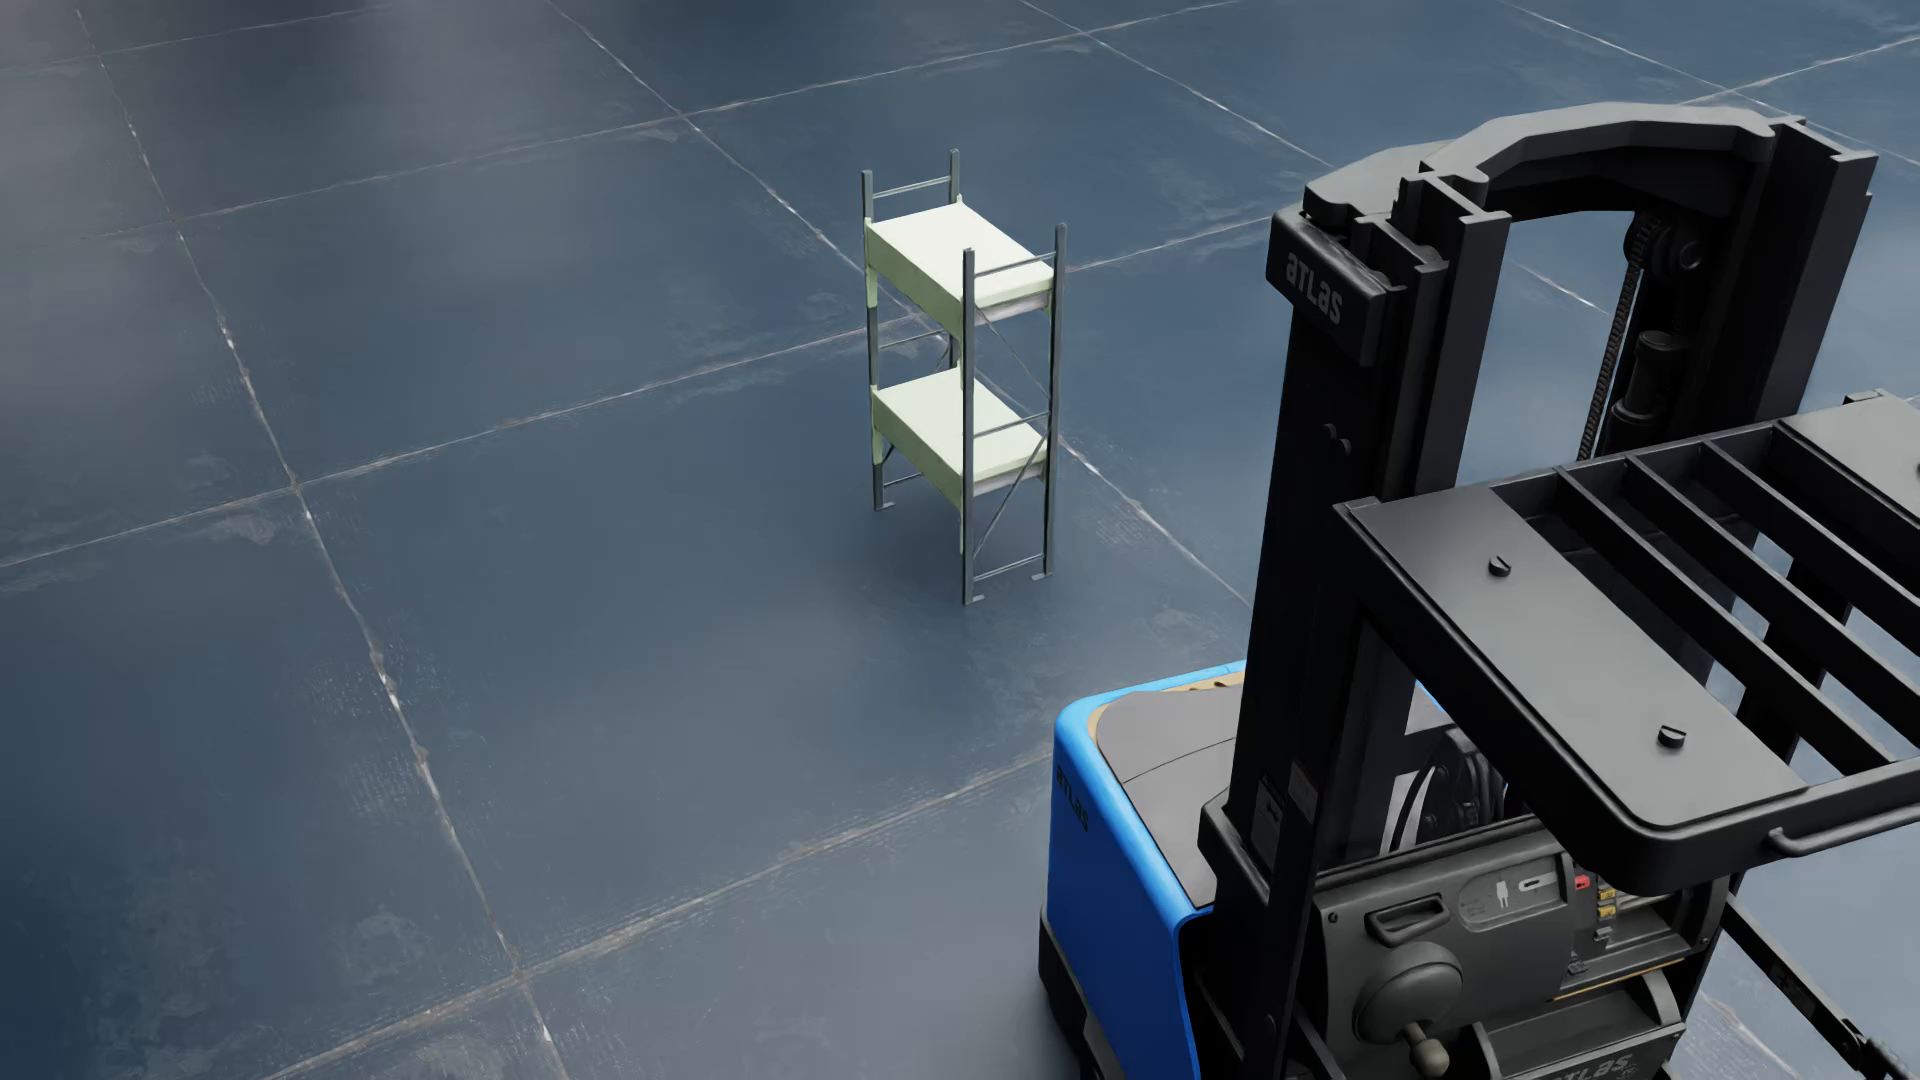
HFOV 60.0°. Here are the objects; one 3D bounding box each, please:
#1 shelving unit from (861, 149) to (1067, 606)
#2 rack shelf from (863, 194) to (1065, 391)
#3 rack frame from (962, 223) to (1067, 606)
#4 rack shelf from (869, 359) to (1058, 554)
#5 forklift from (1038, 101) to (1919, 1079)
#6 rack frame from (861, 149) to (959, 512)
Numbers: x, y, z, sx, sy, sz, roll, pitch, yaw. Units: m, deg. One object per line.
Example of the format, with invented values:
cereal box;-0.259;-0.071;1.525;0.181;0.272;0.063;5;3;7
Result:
shelving unit;0.003;-0.602;6.303;0.431;1.500;0.755;-19;40;-24
rack shelf;0.003;-0.917;6.073;0.431;0.370;0.720;-19;40;-24
rack frame;0.187;-0.416;6.047;0.400;1.500;0.023;-19;40;-24
rack shelf;0.003;-0.339;6.495;0.431;0.370;0.720;-19;40;-24
forklift;1.195;0.838;3.117;1.130;2.935;3.031;-12;38;-15
rack frame;-0.181;-0.789;6.559;0.400;1.500;0.023;-19;40;-24
